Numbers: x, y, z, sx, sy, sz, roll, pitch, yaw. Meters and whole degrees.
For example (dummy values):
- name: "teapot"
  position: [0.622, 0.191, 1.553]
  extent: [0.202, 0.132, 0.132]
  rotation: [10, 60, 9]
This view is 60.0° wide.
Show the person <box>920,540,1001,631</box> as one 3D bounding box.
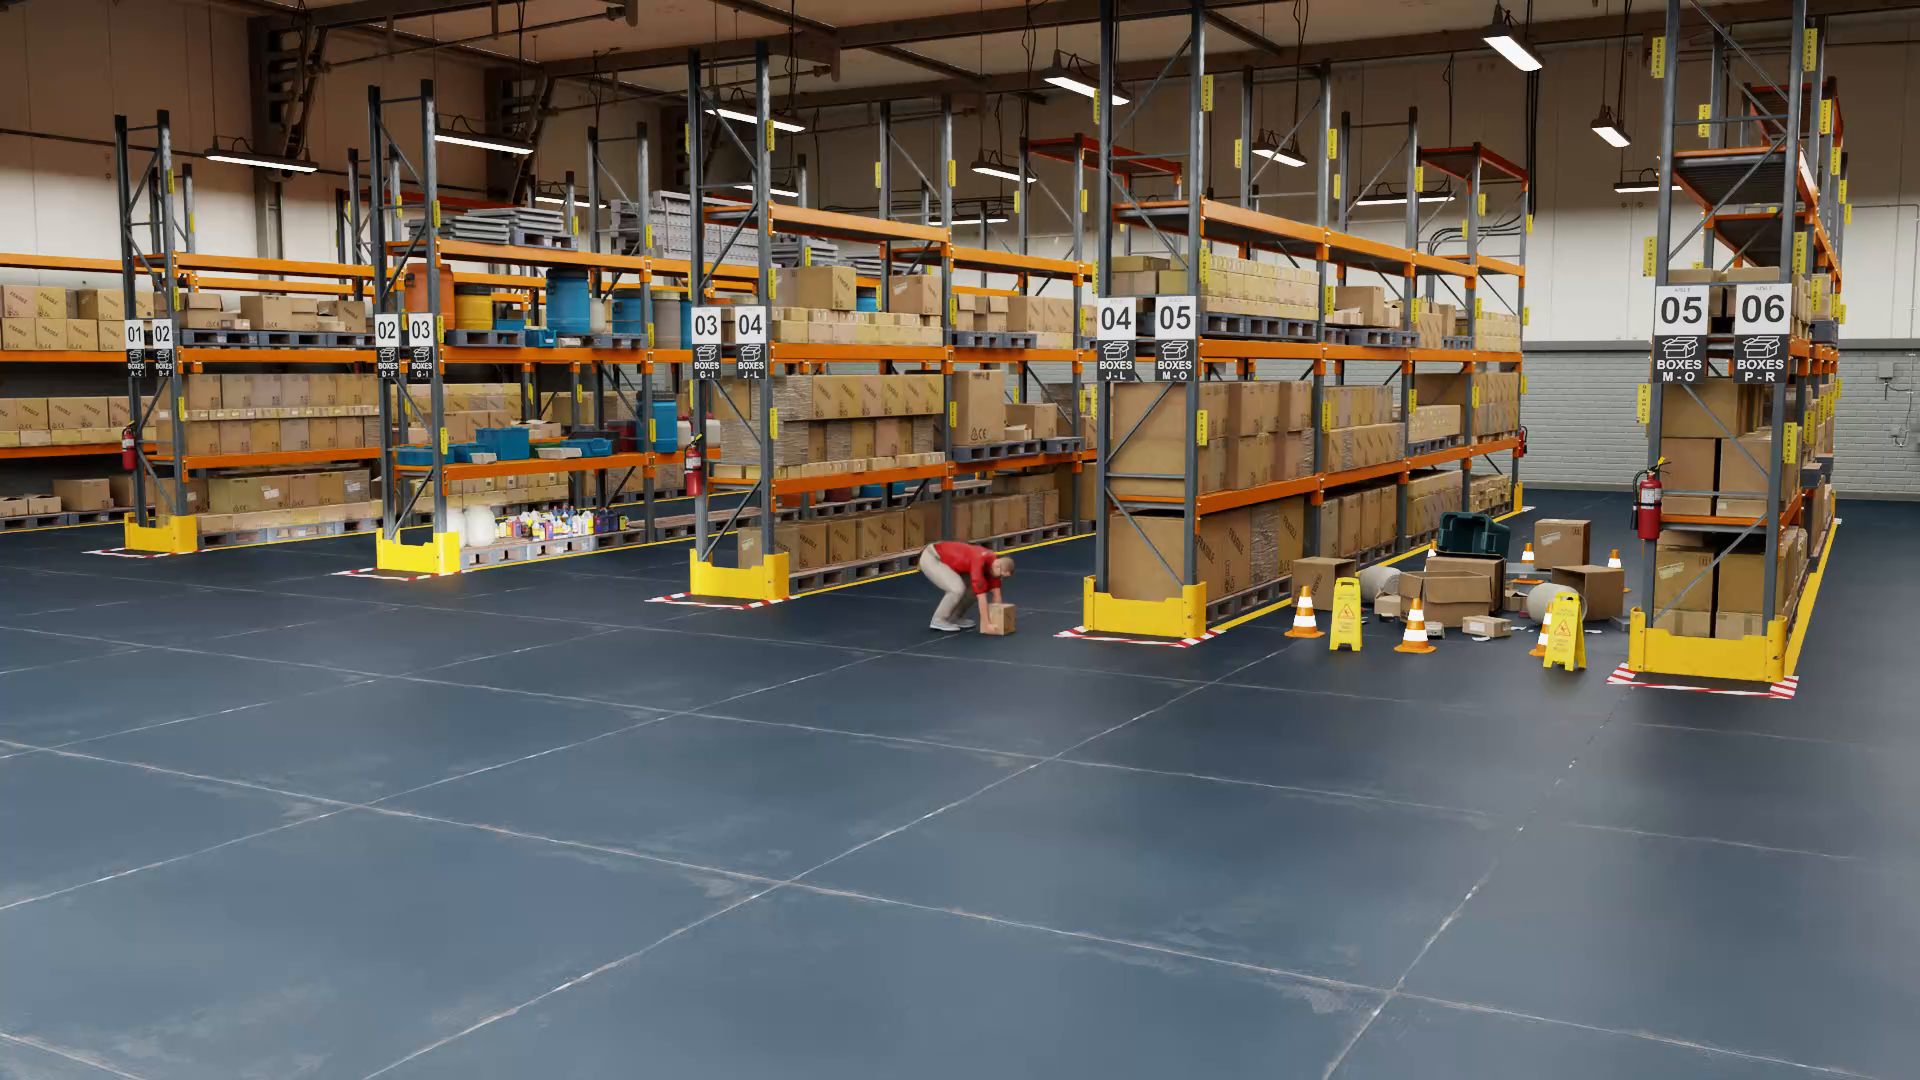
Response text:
- name: "person"
  position: [0.007, 0.439, 16.165]
  extent: [0.782, 0.867, 0.544]
  rotation: [3, 7, 26]
